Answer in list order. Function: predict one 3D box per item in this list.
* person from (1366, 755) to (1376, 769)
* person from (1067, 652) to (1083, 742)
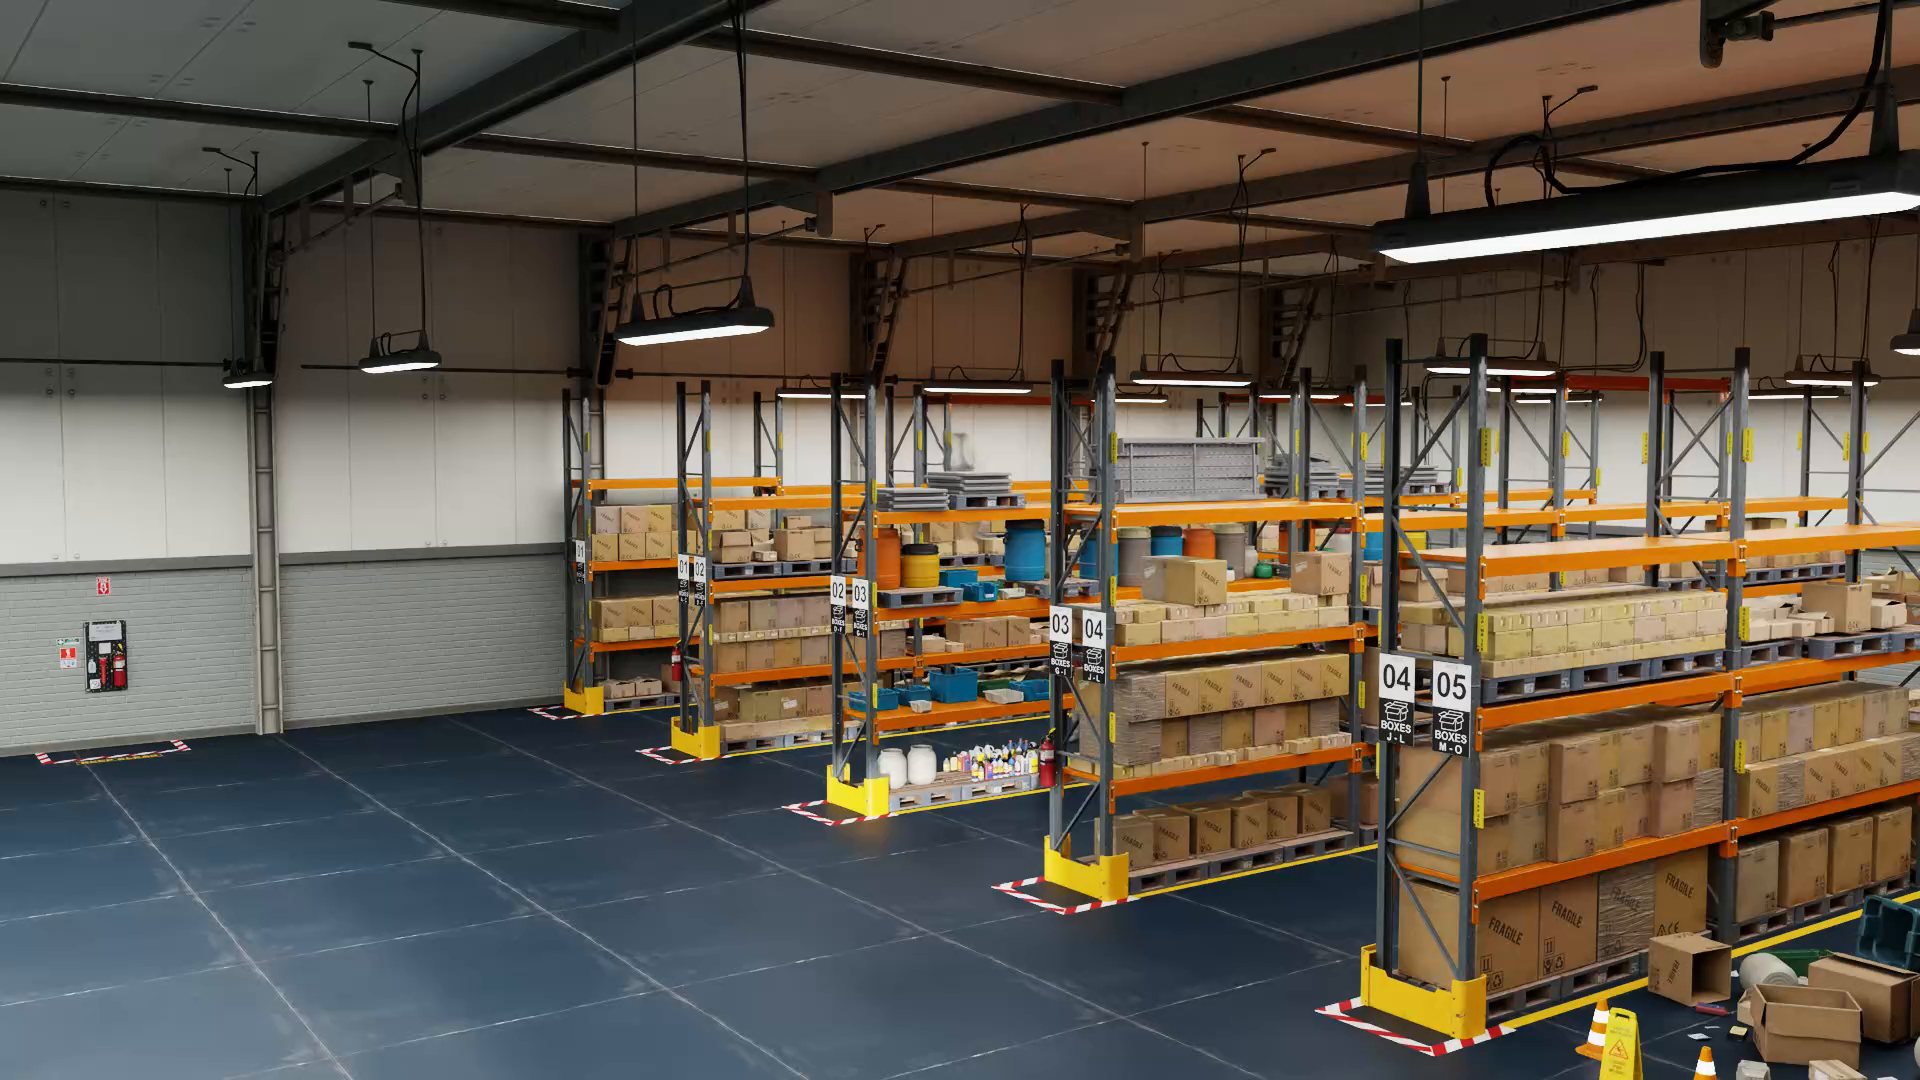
[{"bbox_3d":[6.181,2.742,24.556,0.624,1.660,0.593,-3,5,-43],"label":"person"},{"bbox_3d":[2.124,2.499,28.017,0.823,1.762,0.690,-3,5,-36],"label":"person"}]
